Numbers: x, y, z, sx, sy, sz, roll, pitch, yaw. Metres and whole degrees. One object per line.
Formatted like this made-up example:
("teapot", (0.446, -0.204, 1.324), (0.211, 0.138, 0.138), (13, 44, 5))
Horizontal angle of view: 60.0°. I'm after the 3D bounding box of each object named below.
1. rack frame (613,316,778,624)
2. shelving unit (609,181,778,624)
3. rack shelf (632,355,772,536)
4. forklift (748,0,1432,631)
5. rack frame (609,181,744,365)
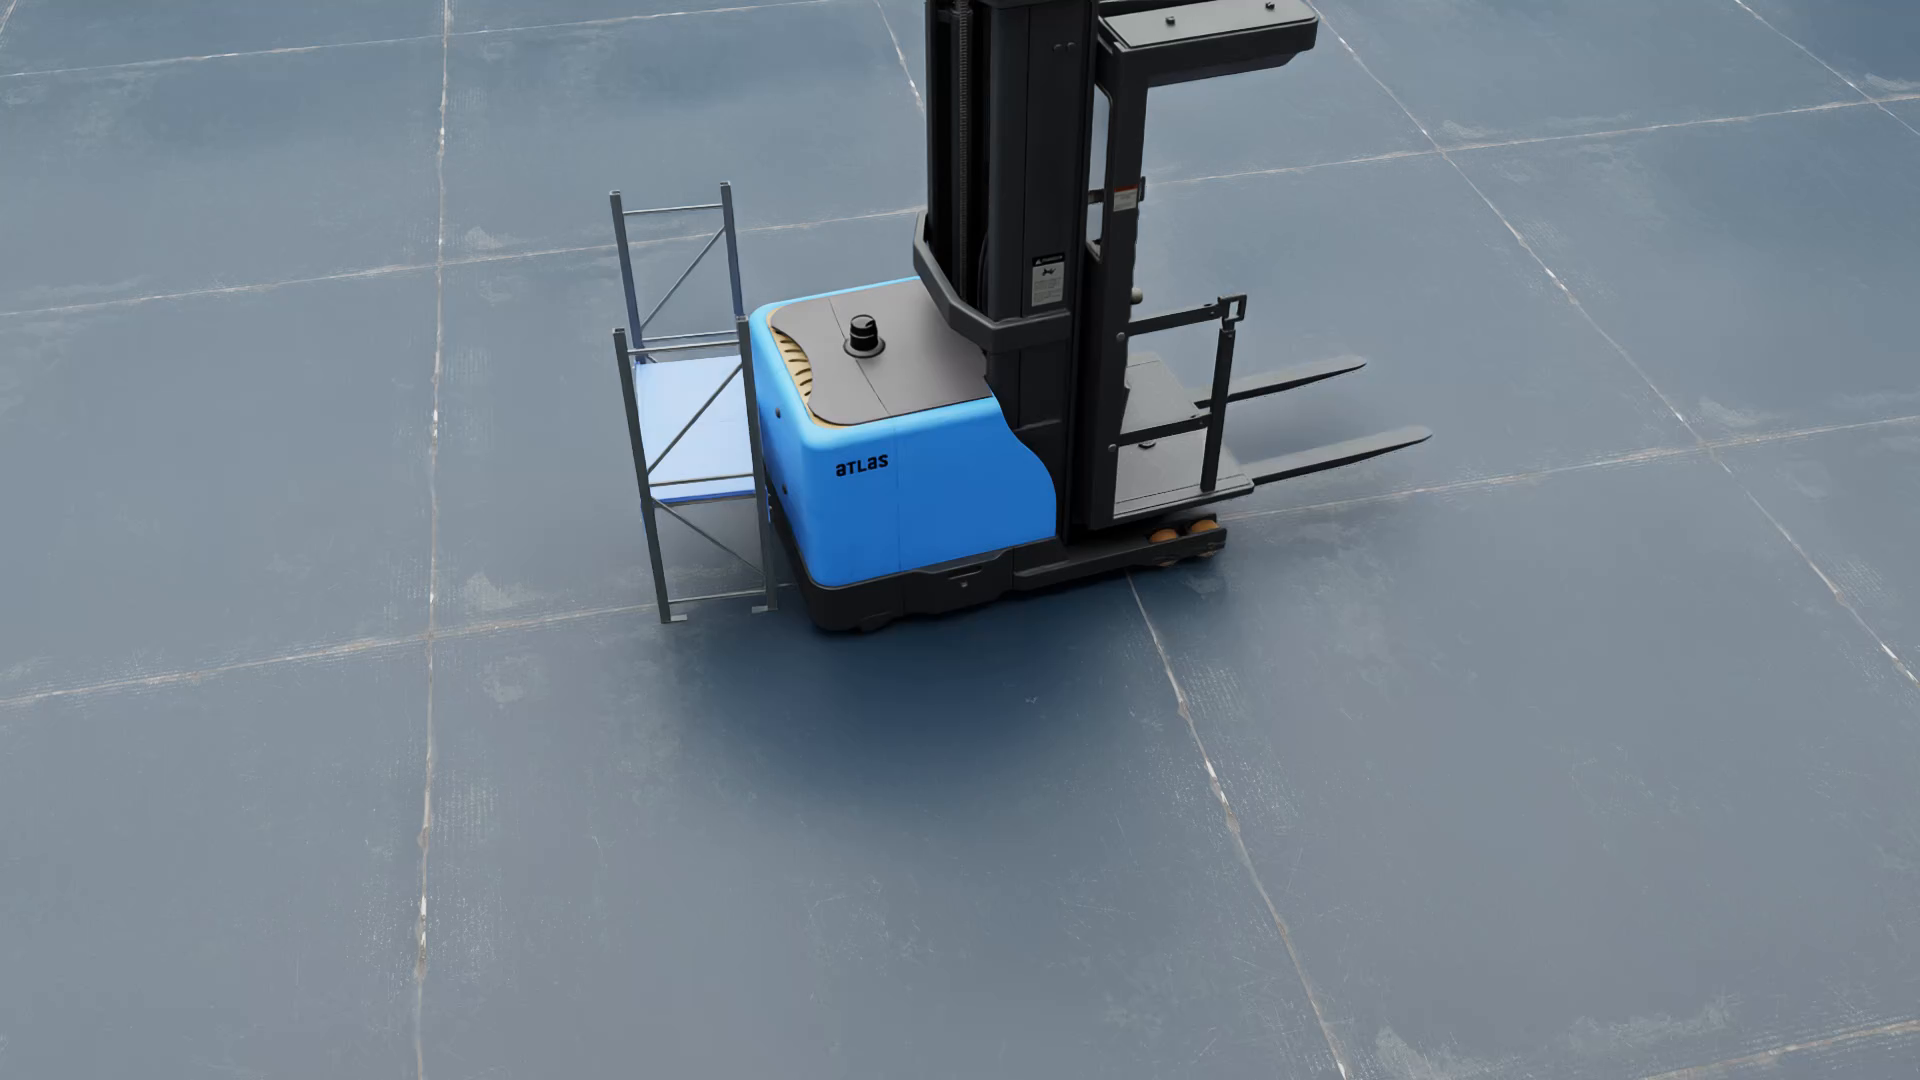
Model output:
("rack frame", (-1.037, -0.240, 6.672), (0.500, 1.500, 0.032), (-6, 42, -7))
("shelving unit", (-1.122, -0.572, 7.047), (0.538, 1.500, 1.048), (-6, 42, -7))
("rack shelf", (-1.122, -0.438, 7.166), (0.538, 0.185, 1.000), (-6, 42, -7))
("forklift", (0.665, -1.300, 6.788), (3.031, 2.935, 1.130), (-13, 43, -14))
("rack frame", (-1.207, -0.905, 7.421), (0.500, 1.500, 0.032), (-6, 42, -7))
